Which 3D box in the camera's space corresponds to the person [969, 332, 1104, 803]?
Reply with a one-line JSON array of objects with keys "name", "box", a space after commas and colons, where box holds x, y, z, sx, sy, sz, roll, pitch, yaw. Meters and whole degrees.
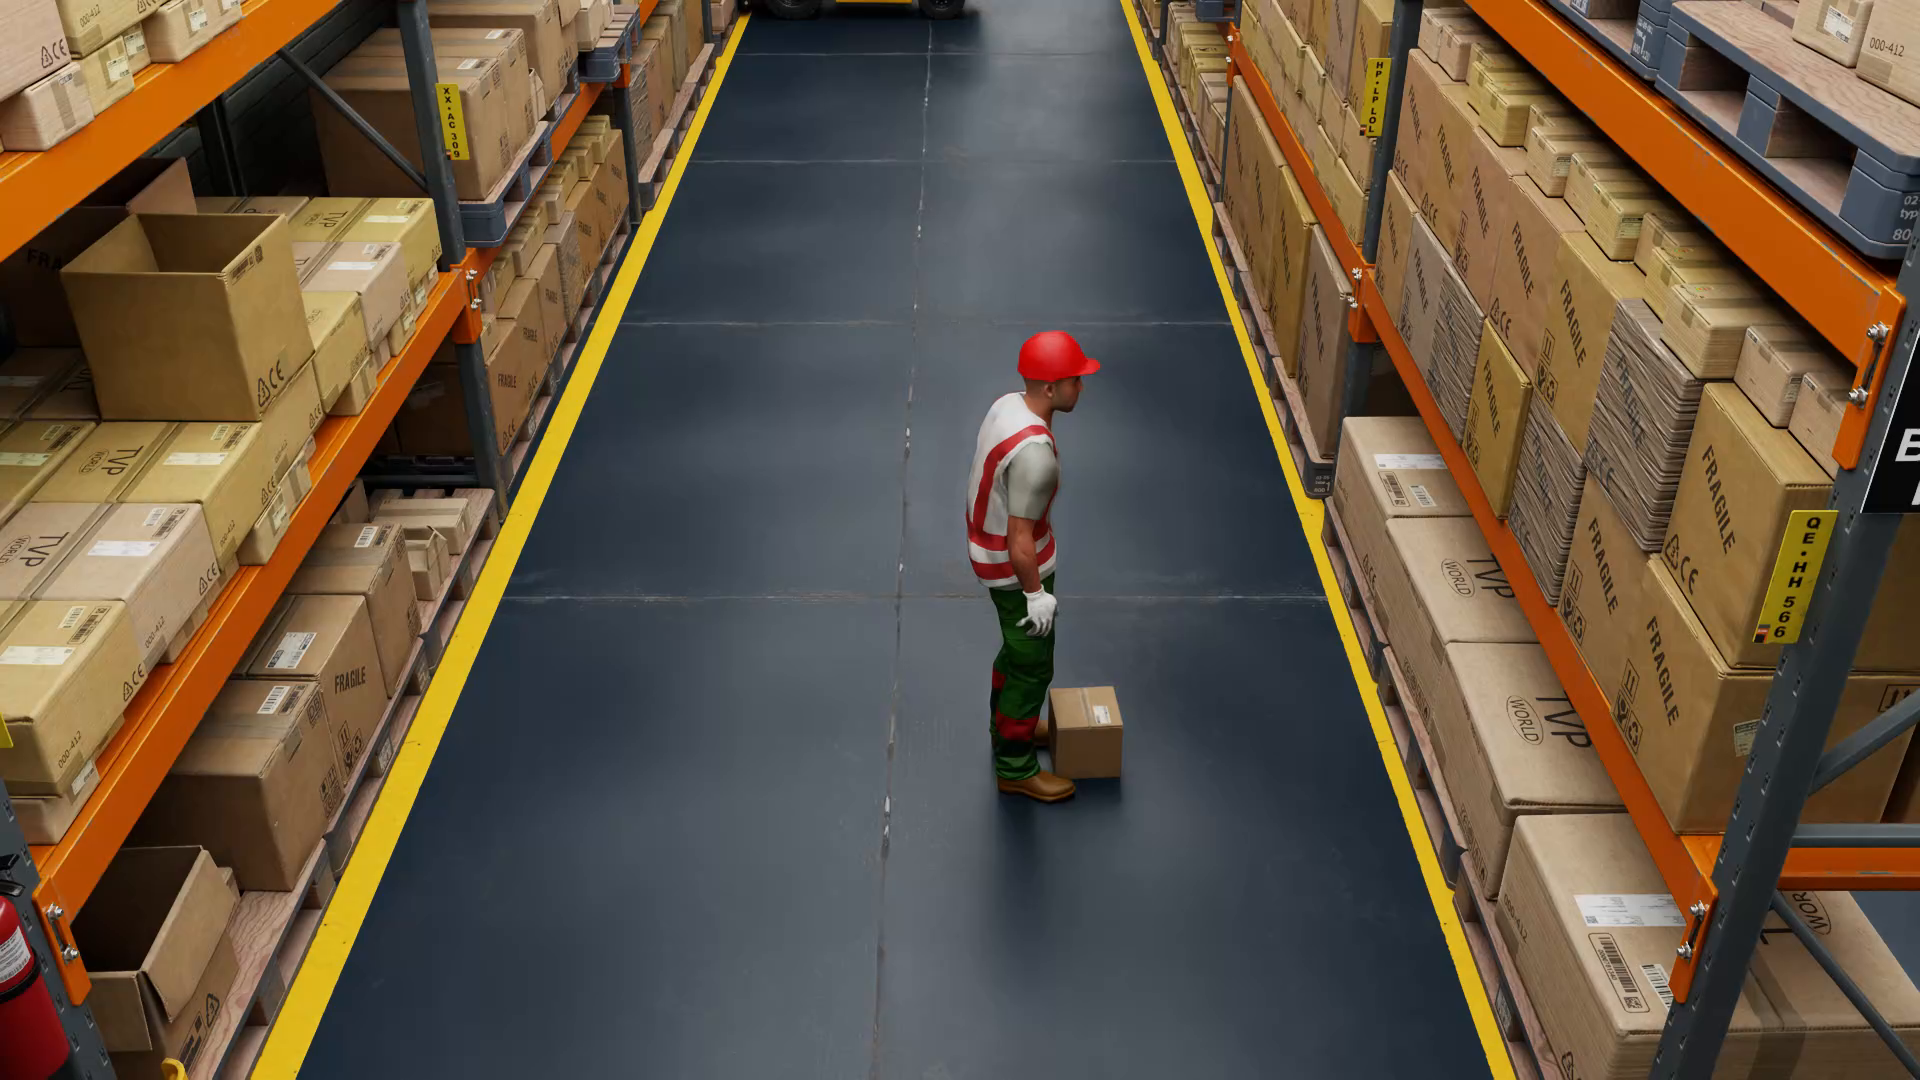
[{"name": "person", "box": [0.259, 0.087, 5.977, 0.455, 1.779, 0.611, 0, 31, -1]}]
